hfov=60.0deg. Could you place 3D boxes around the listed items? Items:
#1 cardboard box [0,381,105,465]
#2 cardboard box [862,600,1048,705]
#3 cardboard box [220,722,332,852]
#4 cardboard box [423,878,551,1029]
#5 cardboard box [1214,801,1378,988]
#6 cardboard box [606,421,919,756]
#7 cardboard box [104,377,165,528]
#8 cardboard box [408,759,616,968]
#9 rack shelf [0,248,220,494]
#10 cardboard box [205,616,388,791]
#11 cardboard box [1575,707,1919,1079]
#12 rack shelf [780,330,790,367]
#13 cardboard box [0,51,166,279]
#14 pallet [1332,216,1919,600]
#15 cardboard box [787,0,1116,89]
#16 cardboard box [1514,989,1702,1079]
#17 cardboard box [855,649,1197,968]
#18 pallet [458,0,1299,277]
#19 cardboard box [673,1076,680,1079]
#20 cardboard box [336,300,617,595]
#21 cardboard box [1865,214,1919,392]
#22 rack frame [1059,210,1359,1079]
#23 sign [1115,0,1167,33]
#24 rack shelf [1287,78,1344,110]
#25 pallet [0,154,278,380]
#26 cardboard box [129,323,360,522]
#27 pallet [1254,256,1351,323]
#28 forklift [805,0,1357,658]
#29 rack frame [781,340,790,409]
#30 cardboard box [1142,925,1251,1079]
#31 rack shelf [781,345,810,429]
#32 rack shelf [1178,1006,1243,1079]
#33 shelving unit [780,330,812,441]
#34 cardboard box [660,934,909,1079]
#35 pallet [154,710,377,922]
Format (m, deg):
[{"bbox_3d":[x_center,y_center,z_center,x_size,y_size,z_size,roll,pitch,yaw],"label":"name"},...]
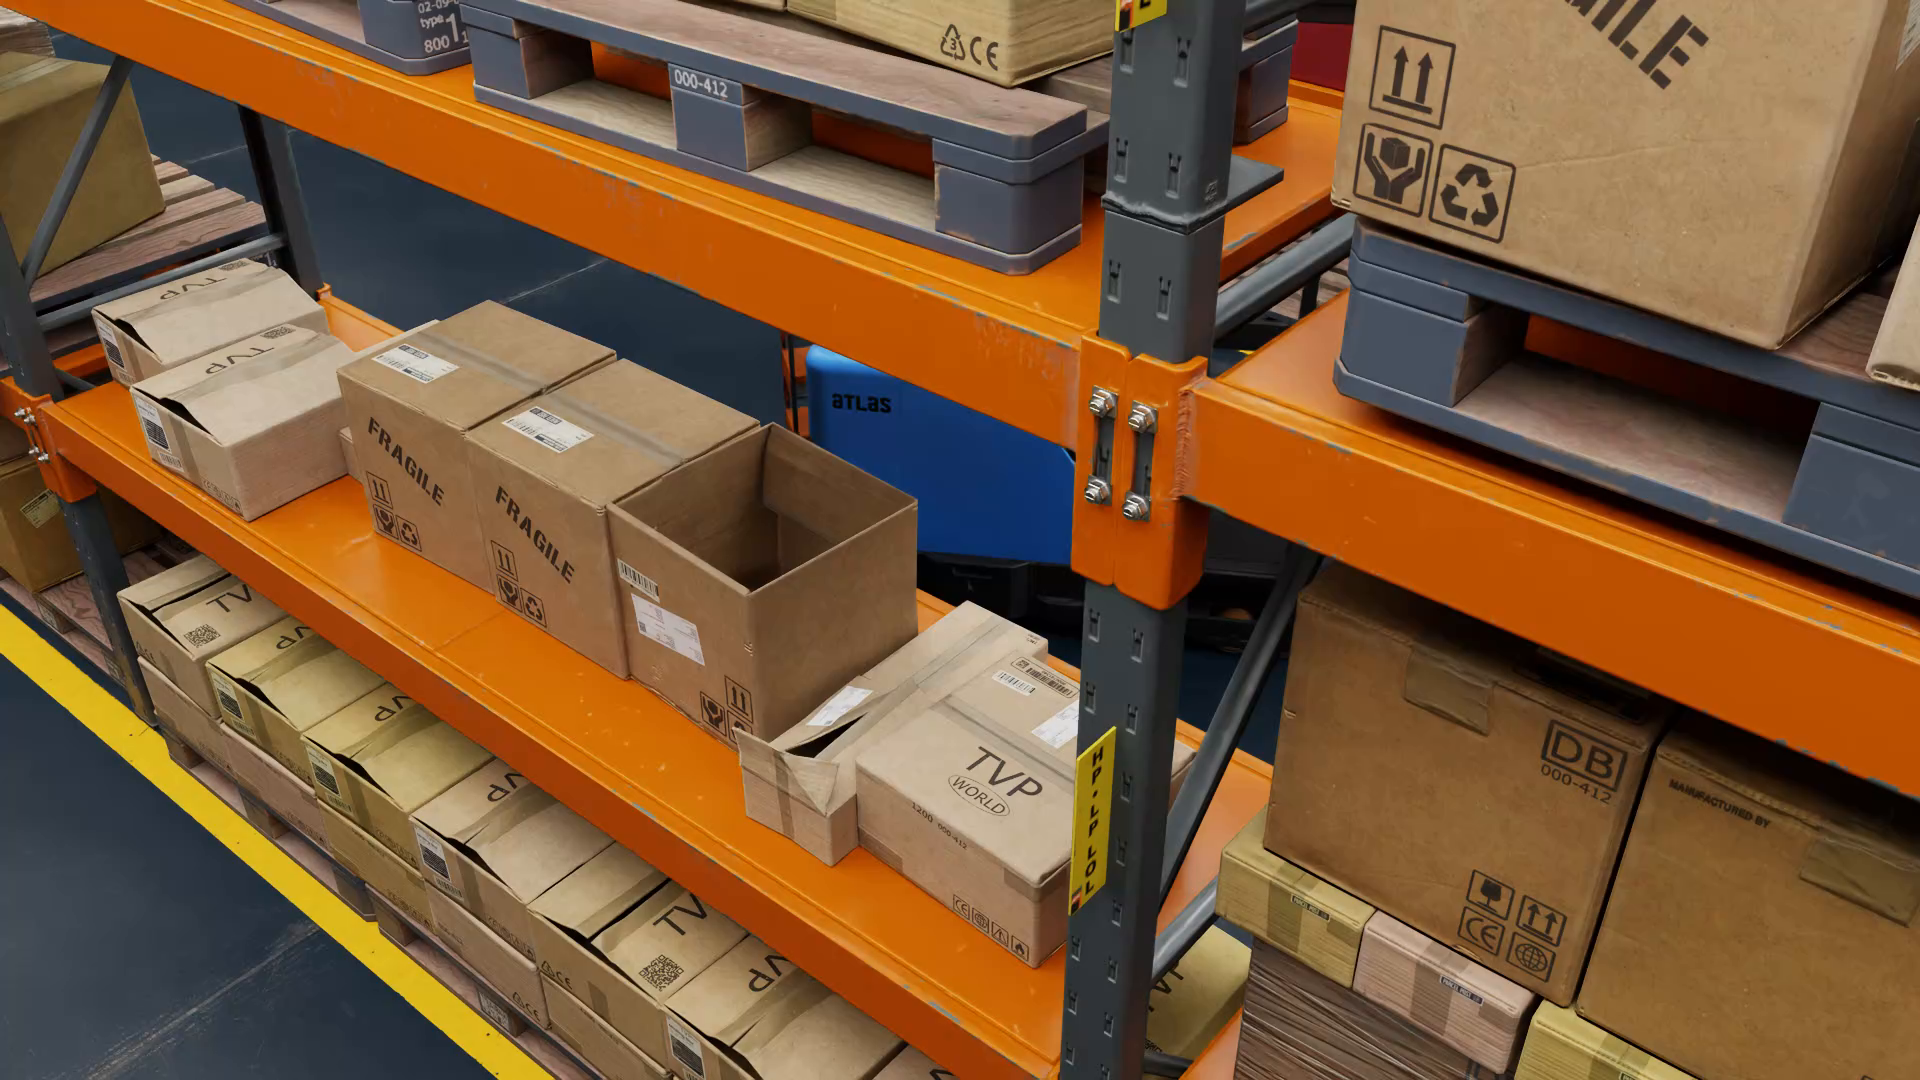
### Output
[{"bbox_3d":[-3.448,-0.530,6.029,0.500,0.250,0.500,27,43,33],"label":"cardboard box"},{"bbox_3d":[-0.009,0.328,3.845,0.250,0.149,0.380,25,42,32],"label":"cardboard box"},{"bbox_3d":[-1.931,0.645,5.220,0.500,0.250,0.500,24,41,31],"label":"cardboard box"},{"bbox_3d":[-1.134,1.016,4.678,0.500,0.250,0.500,26,42,33],"label":"cardboard box"},{"bbox_3d":[0.624,0.507,2.701,0.250,0.149,0.380,25,42,32],"label":"cardboard box"},{"bbox_3d":[-0.443,0.117,3.842,0.500,0.500,0.500,29,44,35],"label":"cardboard box"},{"bbox_3d":[-3.106,-0.442,6.564,0.500,0.500,0.500,24,41,30],"label":"cardboard box"},{"bbox_3d":[-1.123,0.790,4.512,0.500,0.311,0.500,25,41,31],"label":"cardboard box"},{"bbox_3d":[-4.070,-1.243,6.545,4.000,0.370,1.077,25,42,32],"label":"rack shelf"},{"bbox_3d":[-1.909,0.418,5.054,0.500,0.311,0.500,24,41,31],"label":"cardboard box"},{"bbox_3d":[1.276,0.398,2.286,0.500,0.500,0.700,25,42,32],"label":"cardboard box"},{"bbox_3d":[-0.601,-0.867,6.603,0.215,0.259,0.240,-8,35,-11],"label":"rack shelf"},{"bbox_3d":[-3.089,-1.208,5.400,0.500,0.500,0.700,12,36,17],"label":"cardboard box"},{"bbox_3d":[1.214,-0.268,1.920,1.213,0.211,1.003,25,42,32],"label":"pallet"},{"bbox_3d":[0.074,-0.941,2.583,0.500,0.250,0.500,-29,44,-35],"label":"cardboard box"},{"bbox_3d":[1.017,0.691,2.433,0.250,0.149,0.380,24,41,31],"label":"cardboard box"},{"bbox_3d":[0.135,0.536,3.452,0.500,0.250,0.500,28,43,35],"label":"cardboard box"},{"bbox_3d":[-0.145,-0.837,2.839,1.217,0.209,0.805,23,41,30],"label":"pallet"},{"bbox_3d":[-0.350,1.386,4.140,0.500,0.250,0.500,25,41,31],"label":"cardboard box"},{"bbox_3d":[-1.233,-0.255,4.384,0.500,0.500,0.500,23,41,29],"label":"cardboard box"},{"bbox_3d":[1.175,-0.304,1.477,0.500,0.311,0.500,23,41,29],"label":"cardboard box"},{"bbox_3d":[0.541,0.634,3.177,0.127,3.000,1.000,25,42,32],"label":"rack frame"},{"bbox_3d":[0.202,-0.706,1.744,0.005,0.325,0.100,25,42,32],"label":"sign"},{"bbox_3d":[2.177,-1.948,7.572,4.000,0.370,1.077,25,42,32],"label":"rack shelf"},{"bbox_3d":[-3.098,-0.951,5.654,1.003,0.211,1.213,25,42,32],"label":"pallet"},{"bbox_3d":[-1.969,-0.370,4.718,0.500,0.311,0.500,25,42,31],"label":"cardboard box"},{"bbox_3d":[2.143,-1.080,8.135,1.213,0.211,1.003,25,42,32],"label":"pallet"},{"bbox_3d":[1.006,-1.098,5.760,3.031,2.935,1.130,5,35,8],"label":"forklift"},{"bbox_3d":[-0.629,-0.709,6.855,0.200,1.050,0.008,-8,35,-11],"label":"rack frame"},{"bbox_3d":[0.383,1.105,4.054,0.500,0.311,0.500,25,42,32],"label":"cardboard box"},{"bbox_3d":[-0.601,-0.633,6.763,0.215,0.259,0.240,-8,35,-11],"label":"rack shelf"},{"bbox_3d":[2.079,1.655,2.326,4.000,0.370,1.077,25,42,32],"label":"rack shelf"},{"bbox_3d":[-0.601,-0.642,6.757,0.215,1.050,0.252,-8,35,-11],"label":"shelving unit"},{"bbox_3d":[-0.357,1.155,3.980,0.500,0.311,0.500,27,42,33],"label":"cardboard box"},{"bbox_3d":[-1.925,0.650,5.617,1.213,0.211,1.003,25,42,32],"label":"pallet"}]
